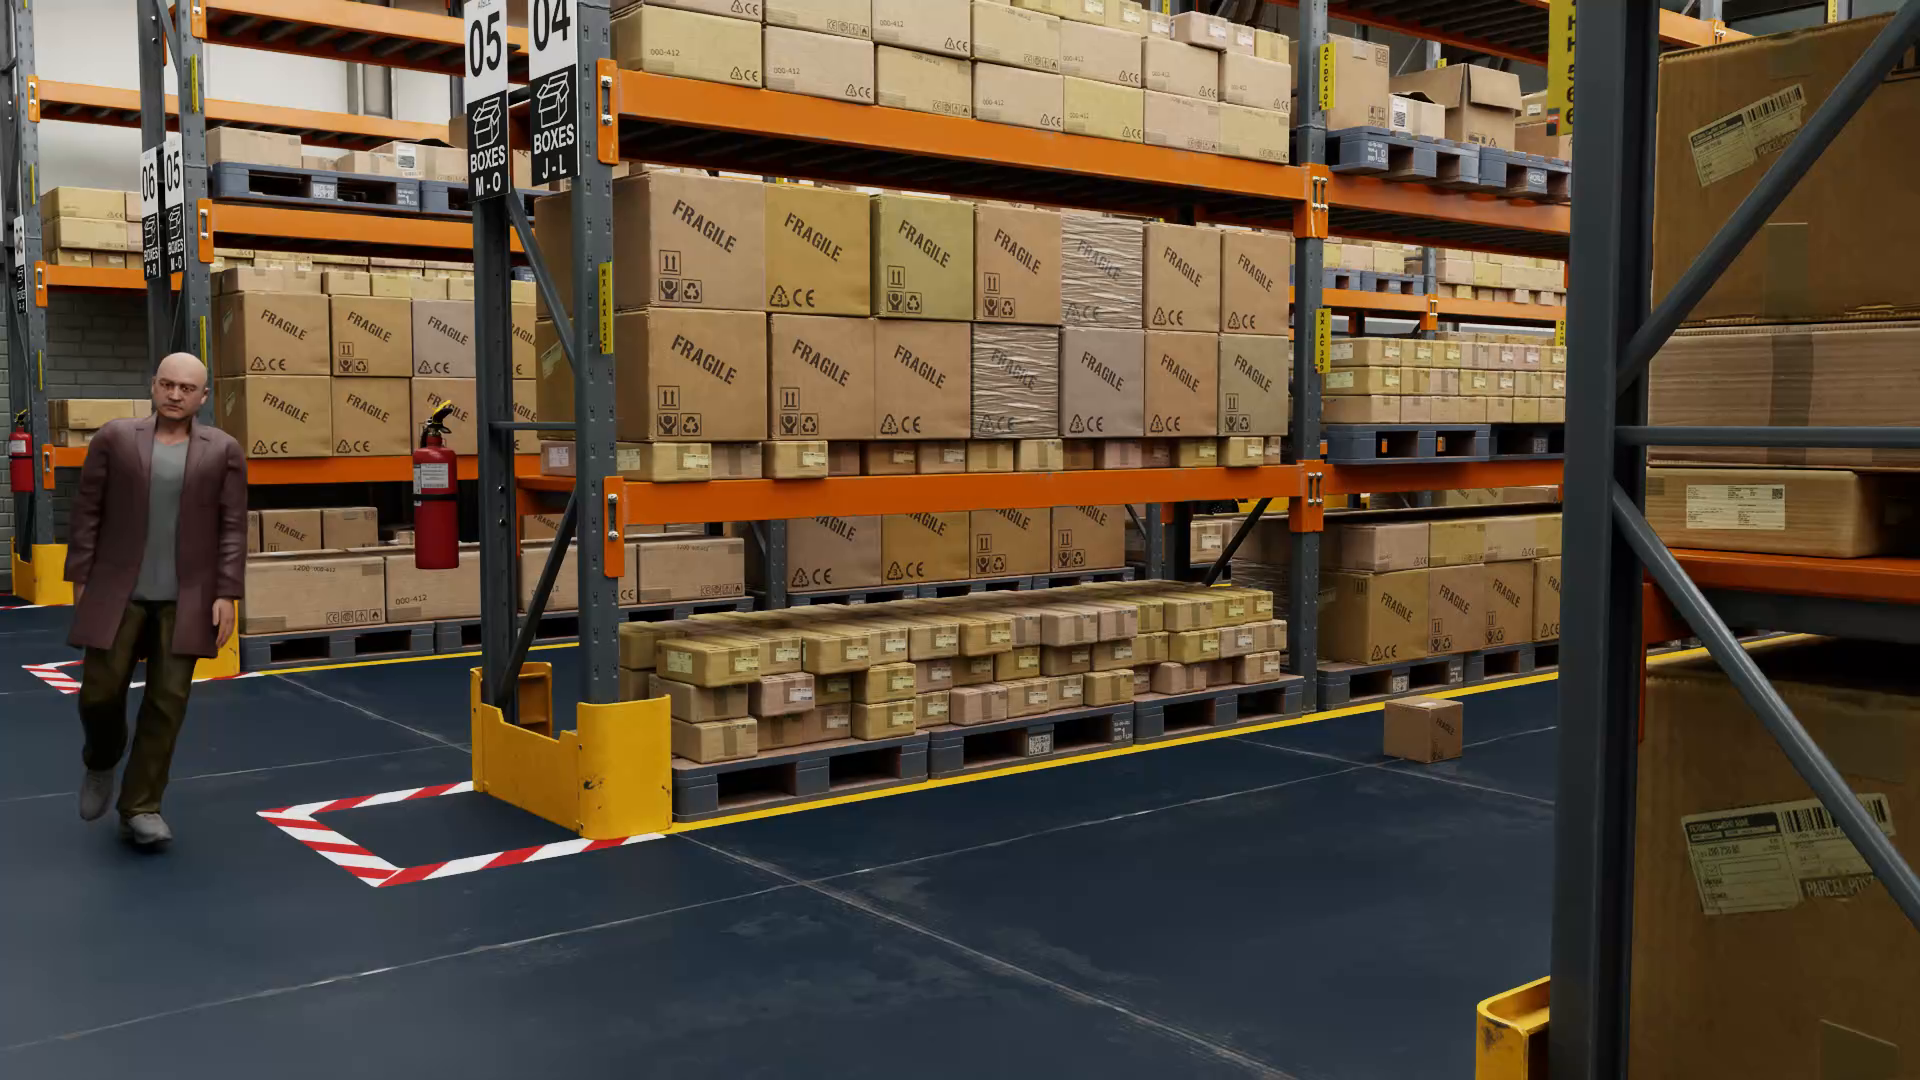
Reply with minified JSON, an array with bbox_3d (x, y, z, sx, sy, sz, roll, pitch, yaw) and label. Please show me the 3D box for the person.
[{"bbox_3d":[-2.946,0.193,6.115,0.620,1.748,0.678,-2,5,-29],"label":"person"}]
